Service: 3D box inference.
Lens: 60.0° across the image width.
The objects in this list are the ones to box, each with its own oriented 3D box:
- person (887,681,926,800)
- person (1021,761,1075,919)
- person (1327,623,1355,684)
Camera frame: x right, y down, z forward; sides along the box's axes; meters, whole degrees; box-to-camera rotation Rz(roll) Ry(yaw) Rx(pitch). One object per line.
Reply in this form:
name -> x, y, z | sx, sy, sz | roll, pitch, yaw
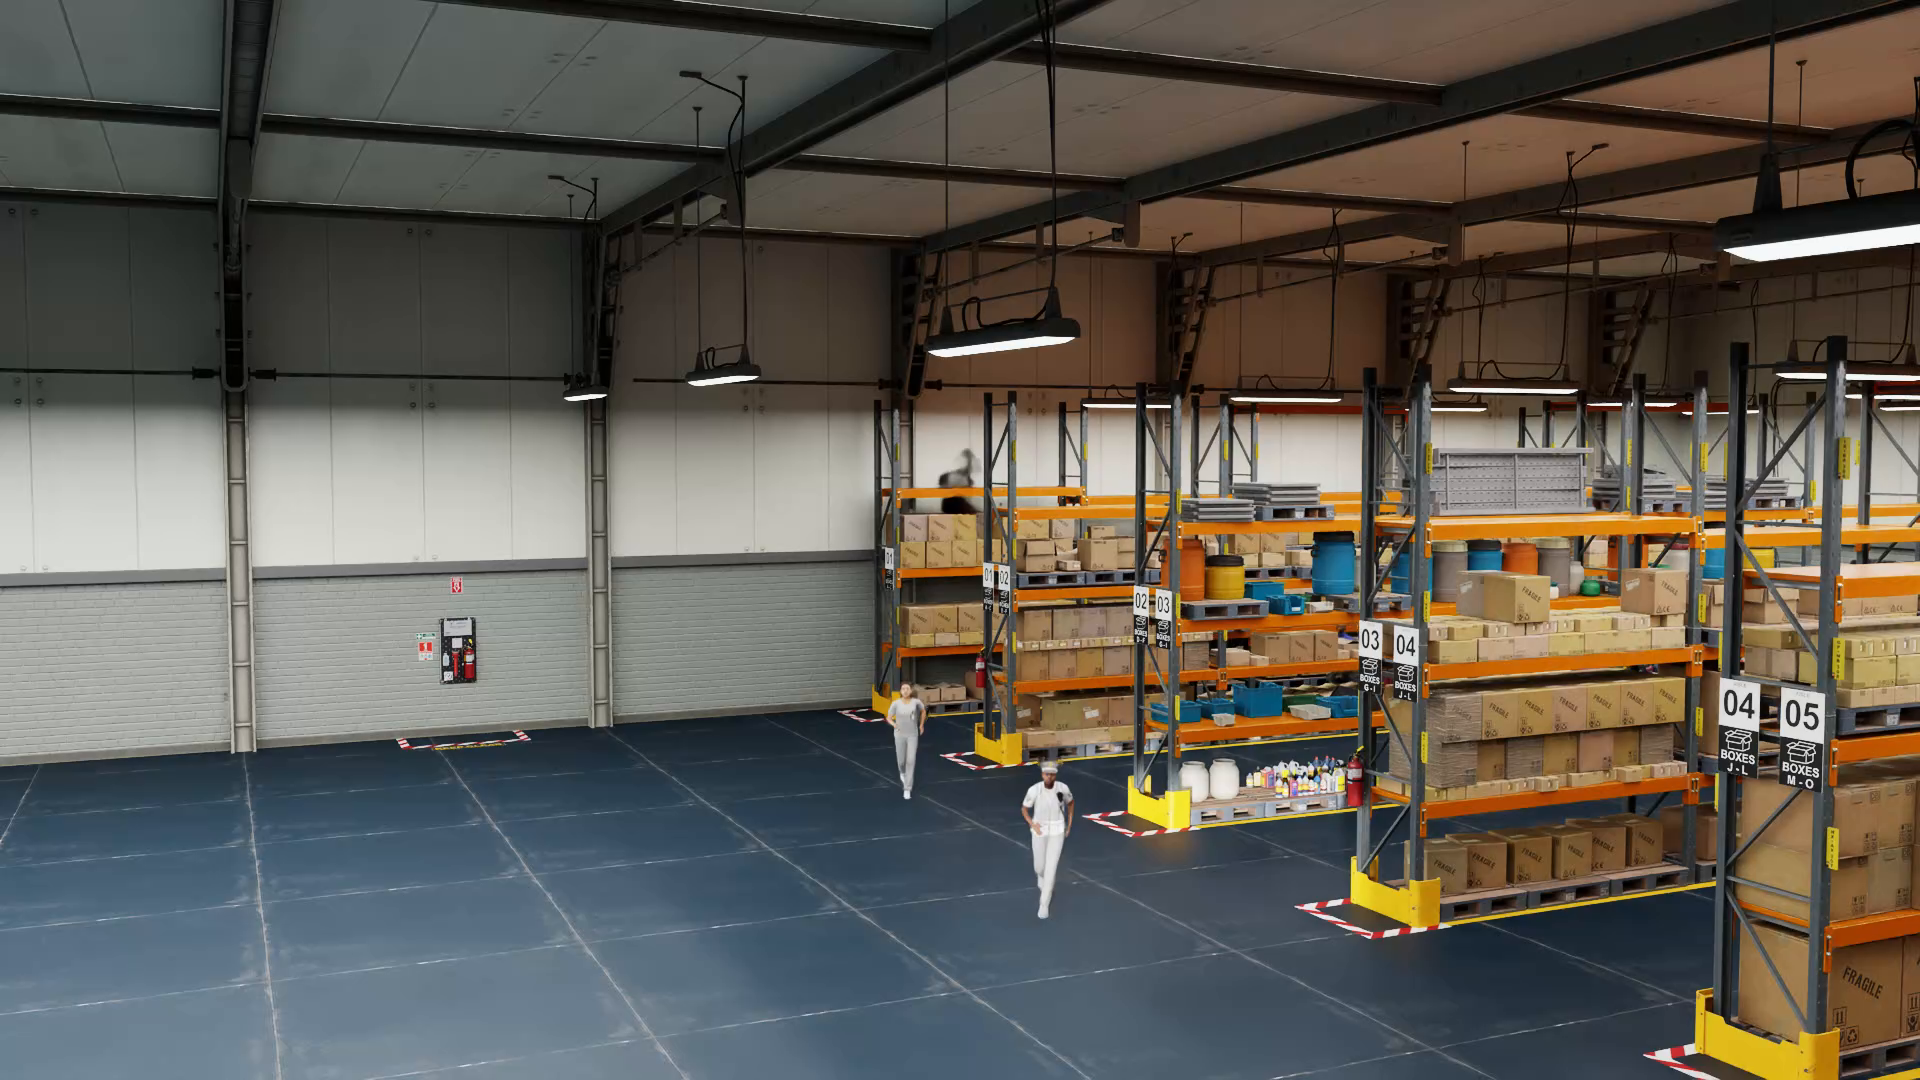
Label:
person -> -0.788, 2.912, 24.506 | 0.584, 1.682, 0.912 | 0, 3, -2
person -> 0.981, 3.265, 18.488 | 0.599, 1.682, 0.889 | 0, 3, 1
person -> 7.486, 2.413, 32.711 | 0.929, 1.658, 0.570 | -2, 4, -37
